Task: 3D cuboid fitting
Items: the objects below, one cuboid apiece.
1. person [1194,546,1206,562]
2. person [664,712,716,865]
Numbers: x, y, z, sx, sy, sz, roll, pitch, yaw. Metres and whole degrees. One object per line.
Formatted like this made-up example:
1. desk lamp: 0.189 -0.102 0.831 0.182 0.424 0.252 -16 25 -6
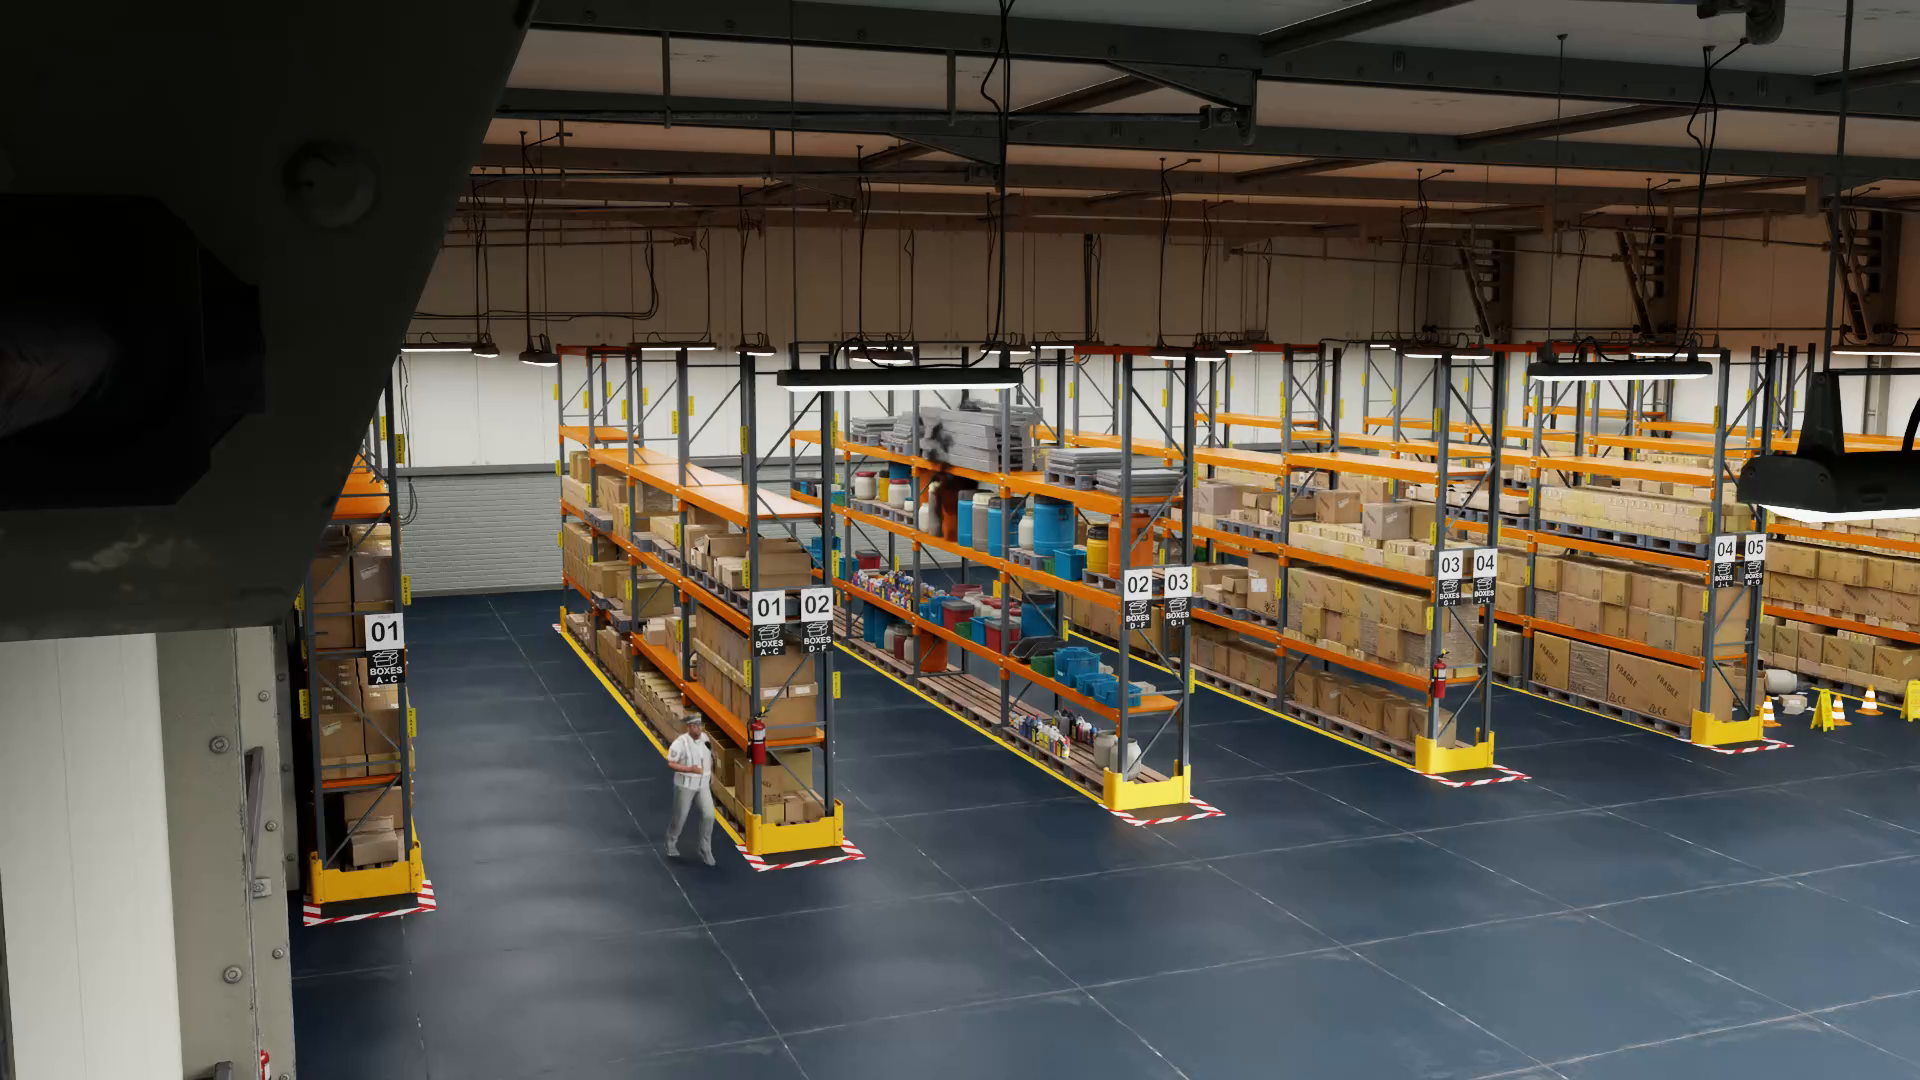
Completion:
1. person: 6.065 0.155 41.836 0.725 1.829 0.651 -3 8 -22
2. person: -3.183 2.959 19.831 0.680 1.858 0.720 -6 10 -40
